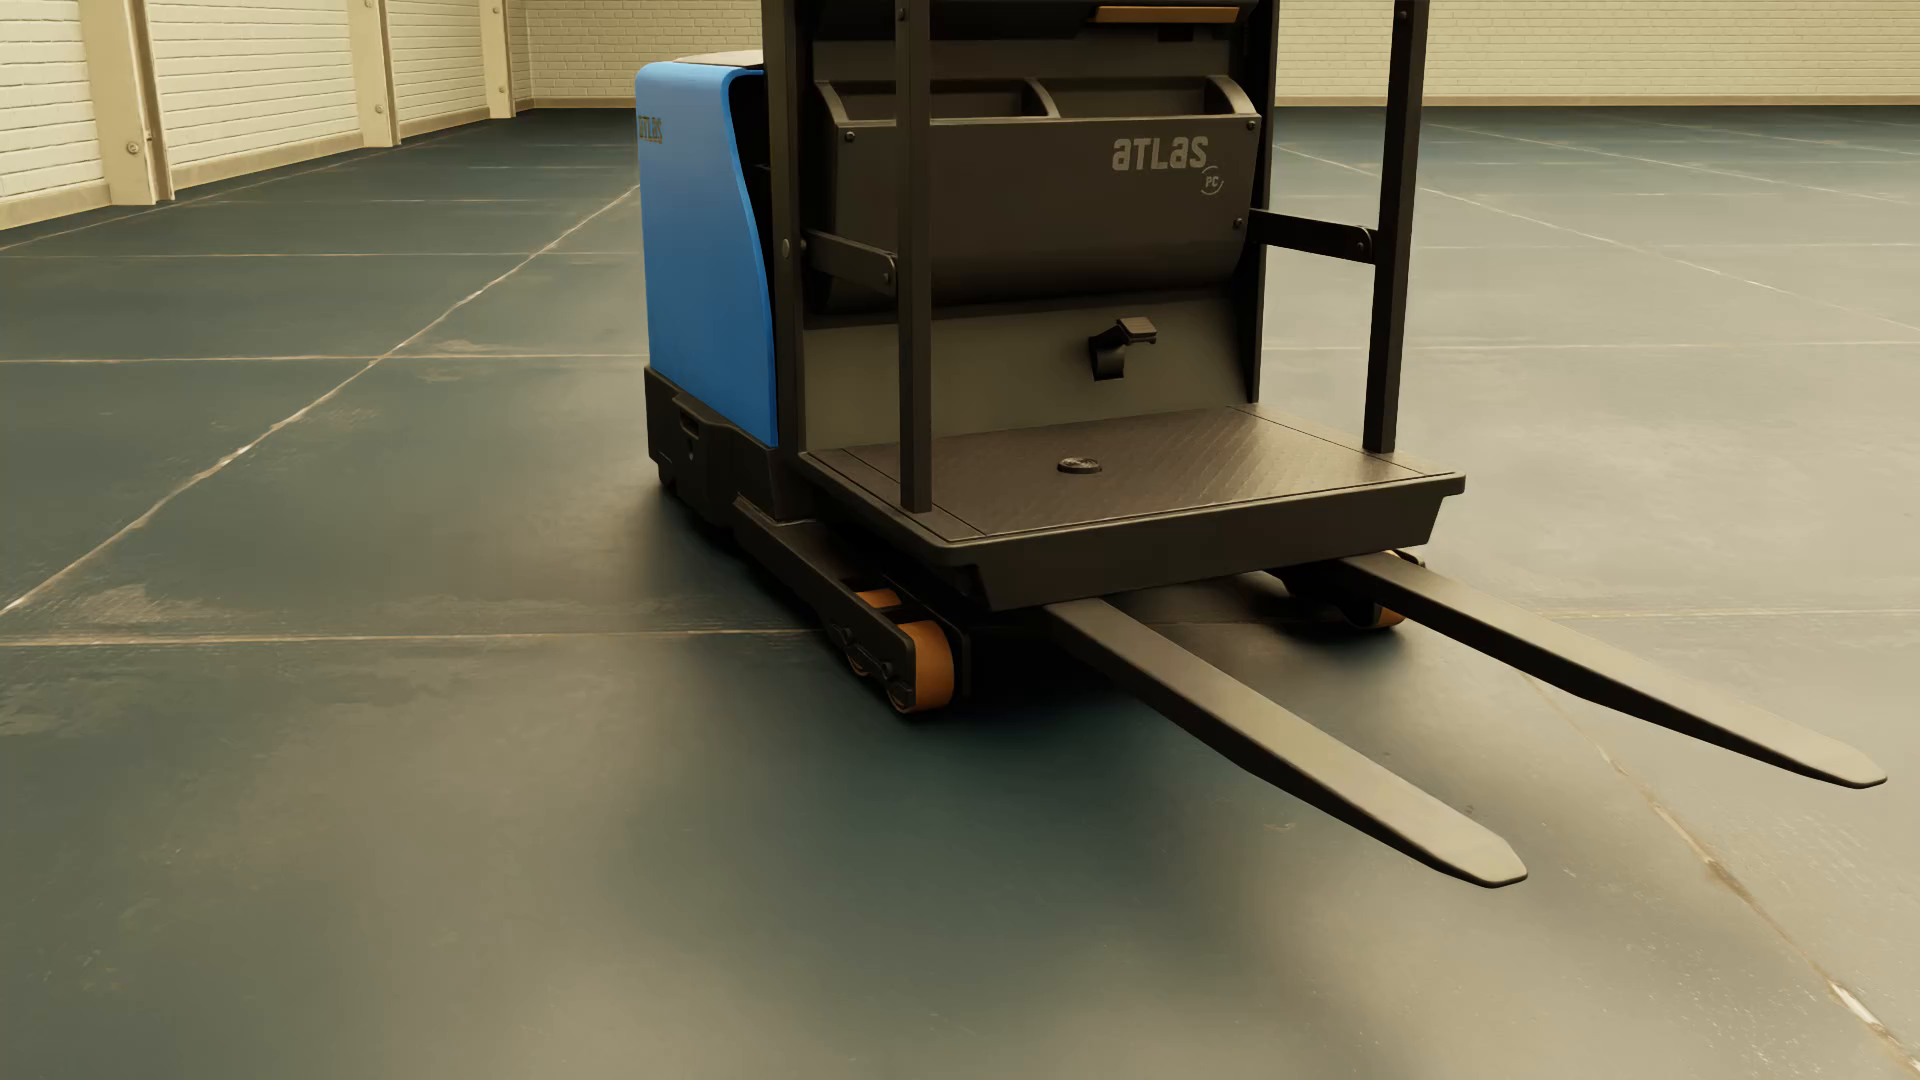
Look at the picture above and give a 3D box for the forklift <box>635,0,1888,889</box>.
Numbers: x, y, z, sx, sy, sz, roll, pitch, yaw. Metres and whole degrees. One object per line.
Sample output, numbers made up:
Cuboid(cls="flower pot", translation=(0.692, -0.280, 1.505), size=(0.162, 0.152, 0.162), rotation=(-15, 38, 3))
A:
Cuboid(cls="forklift", translation=(0.258, -1.240, 2.962), size=(1.130, 2.935, 3.031), rotation=(-8, 19, -24))
